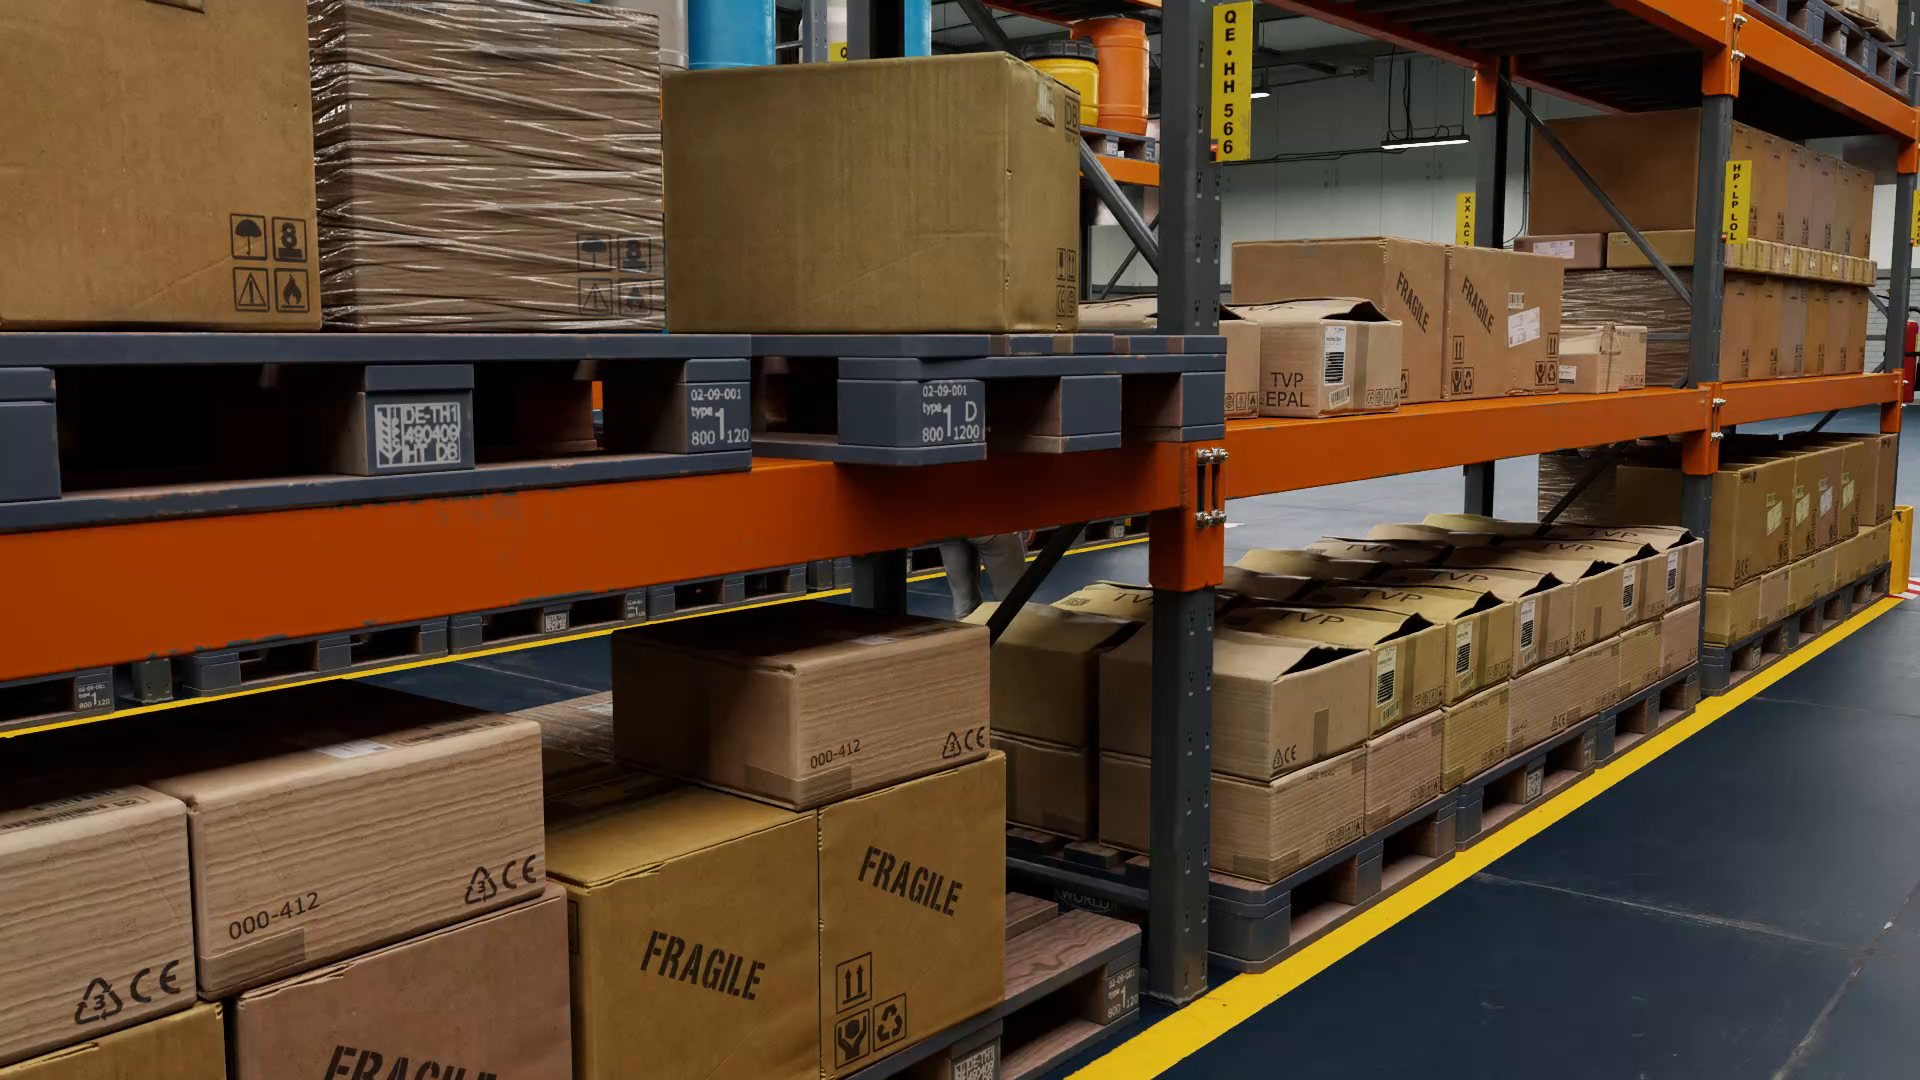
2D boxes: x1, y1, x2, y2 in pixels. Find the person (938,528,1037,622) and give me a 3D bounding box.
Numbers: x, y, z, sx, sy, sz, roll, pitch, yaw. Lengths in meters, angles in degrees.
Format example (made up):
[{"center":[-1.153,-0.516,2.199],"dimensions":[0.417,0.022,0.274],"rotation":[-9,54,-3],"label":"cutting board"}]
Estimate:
[{"center":[0.117,-0.078,6.431],"dimensions":[0.521,1.600,0.472],"rotation":[6,9,39],"label":"person"}]
